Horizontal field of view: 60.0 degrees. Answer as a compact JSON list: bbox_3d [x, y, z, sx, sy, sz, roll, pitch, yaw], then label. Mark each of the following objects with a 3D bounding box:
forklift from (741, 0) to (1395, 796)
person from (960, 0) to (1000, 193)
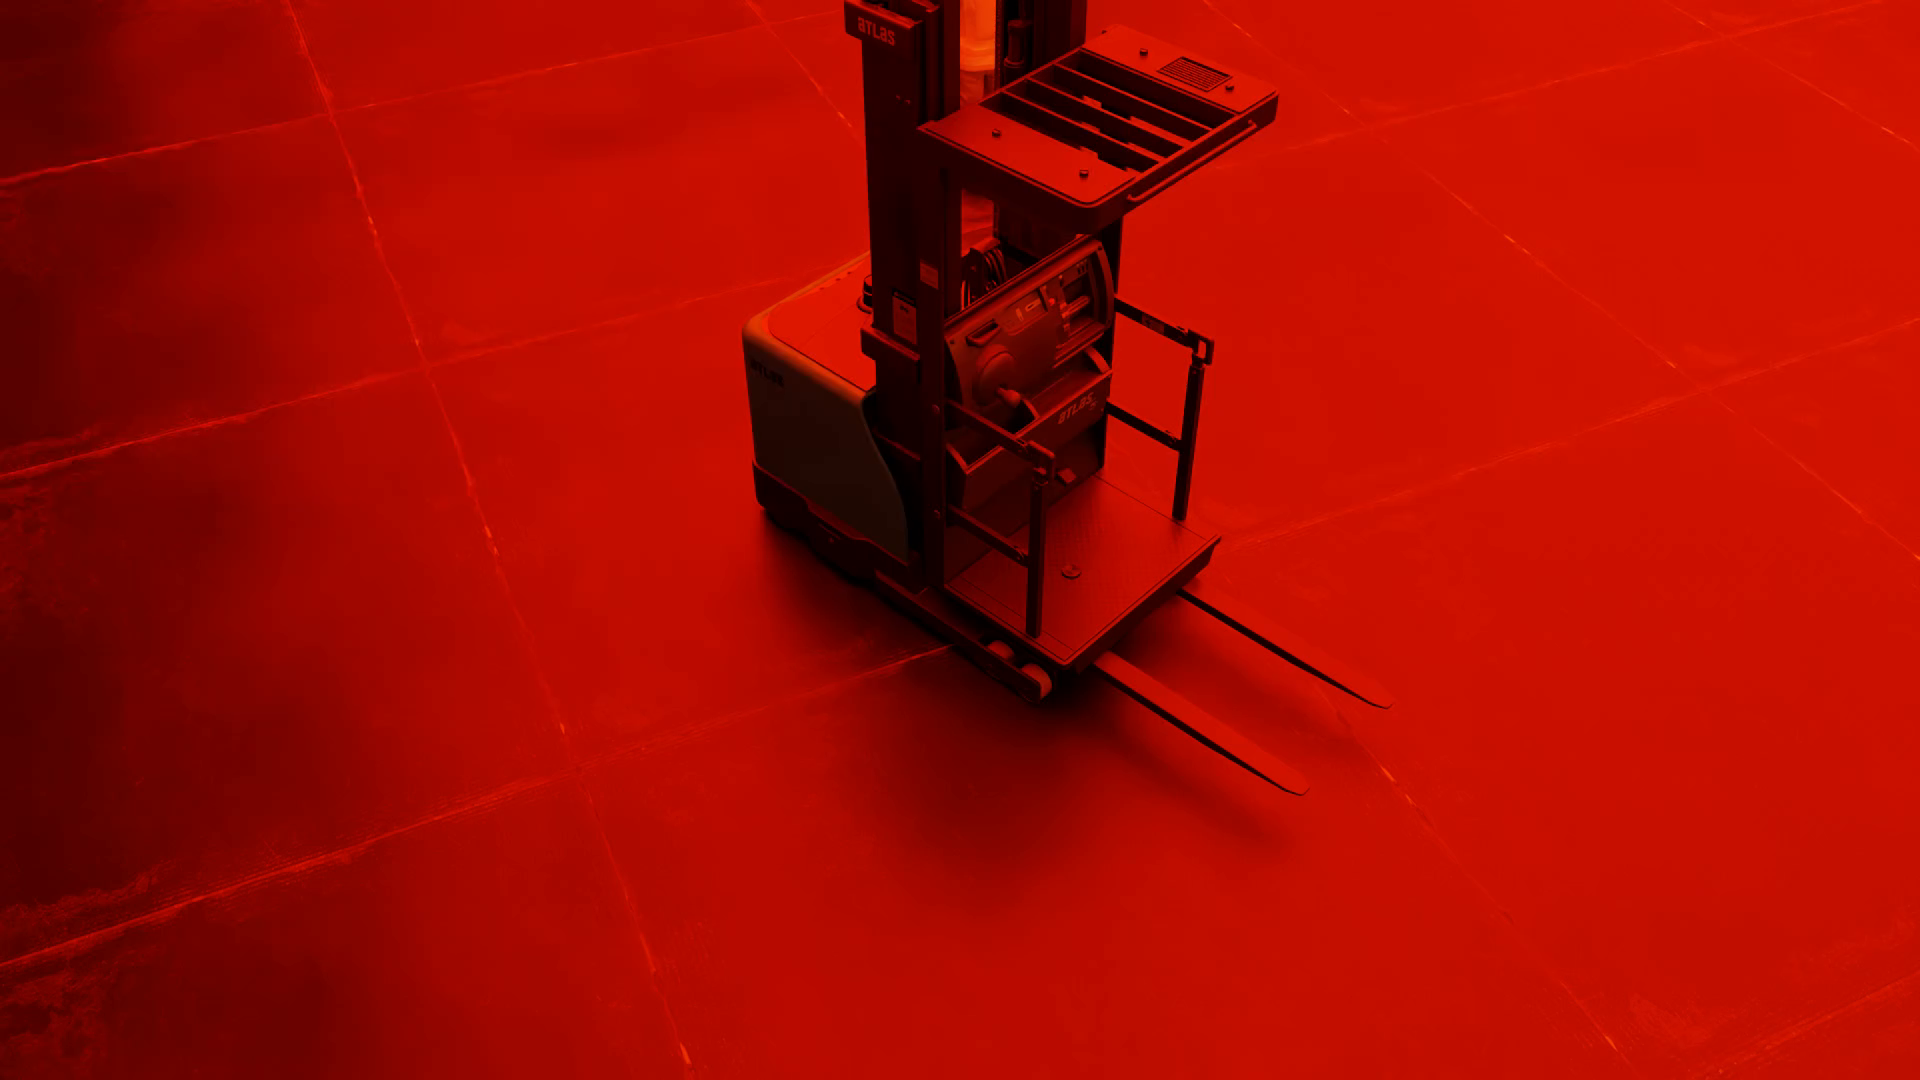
[{"bbox_3d":[0.445,-0.788,6.525,3.031,2.935,1.130,32,52,30],"label":"forklift"},{"bbox_3d":[0.090,-2.828,9.554,0.666,1.766,0.577,-17,46,-17],"label":"person"}]
